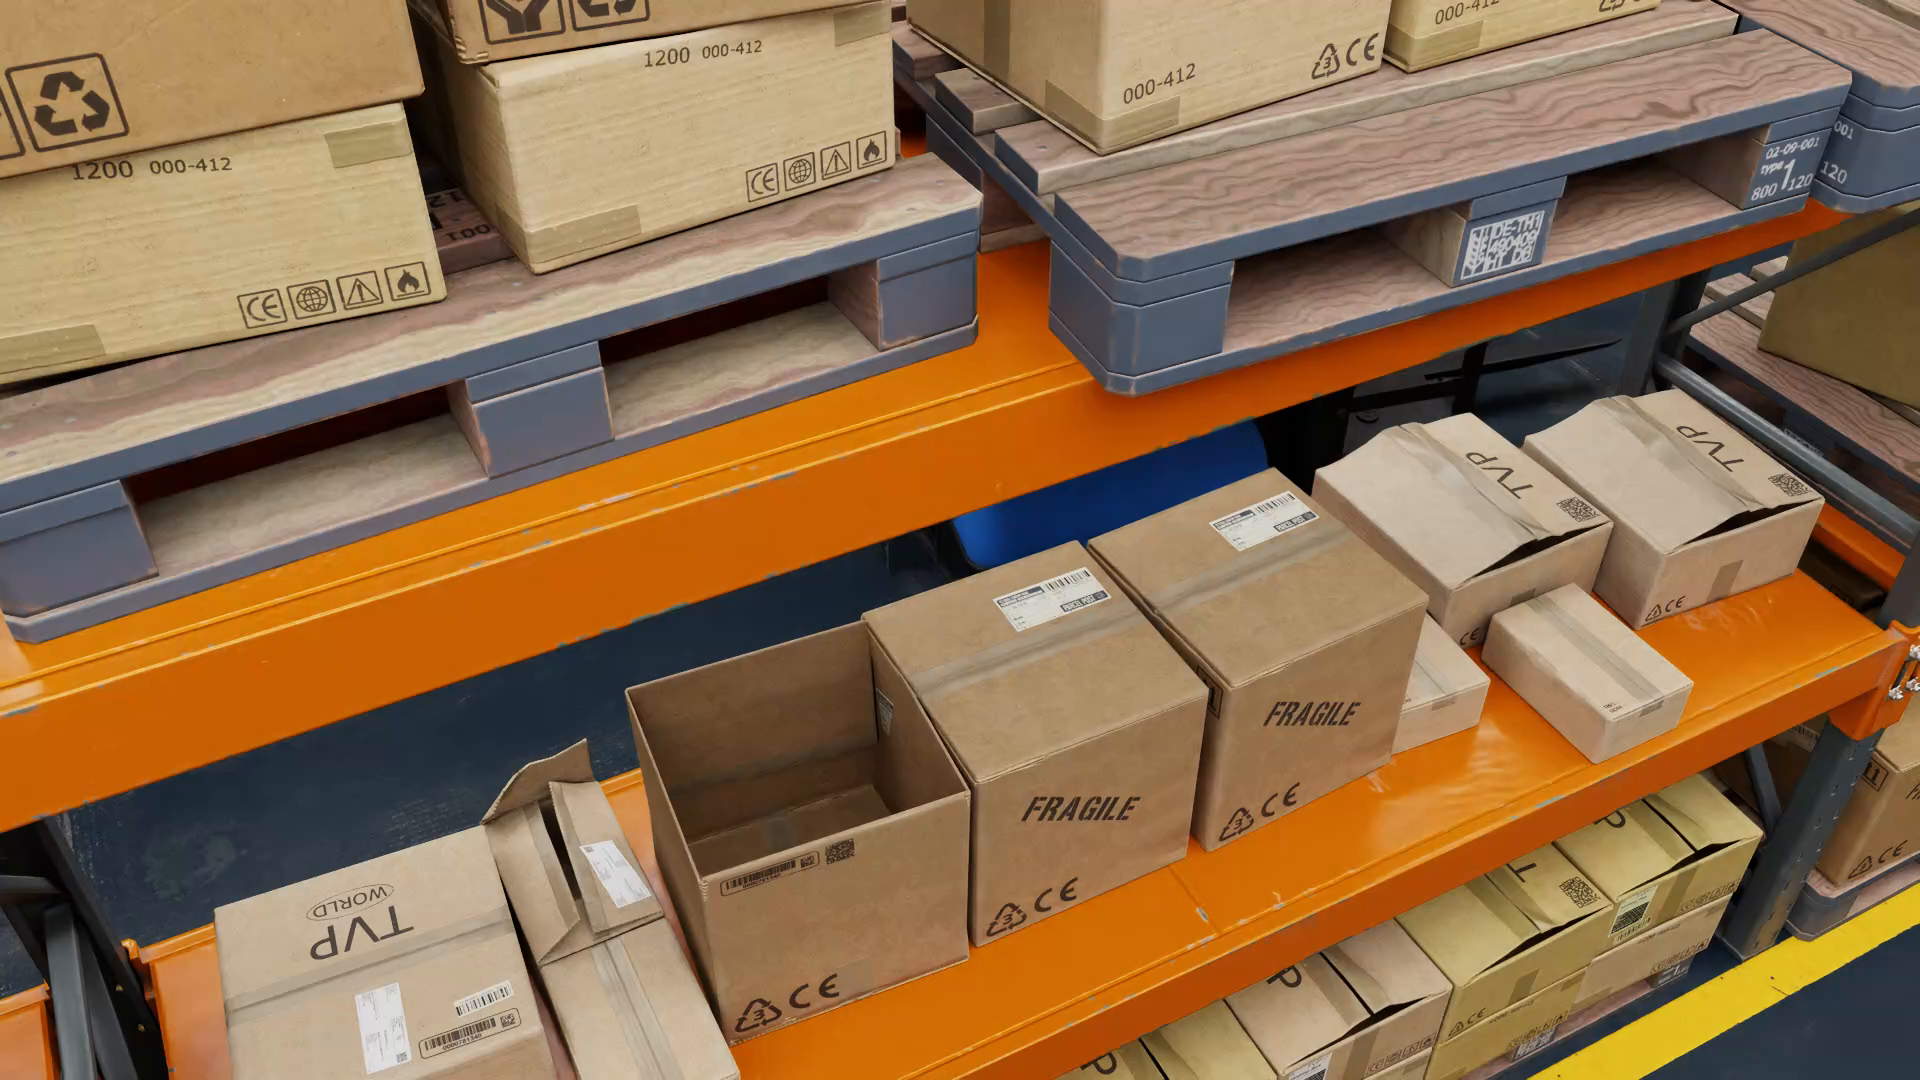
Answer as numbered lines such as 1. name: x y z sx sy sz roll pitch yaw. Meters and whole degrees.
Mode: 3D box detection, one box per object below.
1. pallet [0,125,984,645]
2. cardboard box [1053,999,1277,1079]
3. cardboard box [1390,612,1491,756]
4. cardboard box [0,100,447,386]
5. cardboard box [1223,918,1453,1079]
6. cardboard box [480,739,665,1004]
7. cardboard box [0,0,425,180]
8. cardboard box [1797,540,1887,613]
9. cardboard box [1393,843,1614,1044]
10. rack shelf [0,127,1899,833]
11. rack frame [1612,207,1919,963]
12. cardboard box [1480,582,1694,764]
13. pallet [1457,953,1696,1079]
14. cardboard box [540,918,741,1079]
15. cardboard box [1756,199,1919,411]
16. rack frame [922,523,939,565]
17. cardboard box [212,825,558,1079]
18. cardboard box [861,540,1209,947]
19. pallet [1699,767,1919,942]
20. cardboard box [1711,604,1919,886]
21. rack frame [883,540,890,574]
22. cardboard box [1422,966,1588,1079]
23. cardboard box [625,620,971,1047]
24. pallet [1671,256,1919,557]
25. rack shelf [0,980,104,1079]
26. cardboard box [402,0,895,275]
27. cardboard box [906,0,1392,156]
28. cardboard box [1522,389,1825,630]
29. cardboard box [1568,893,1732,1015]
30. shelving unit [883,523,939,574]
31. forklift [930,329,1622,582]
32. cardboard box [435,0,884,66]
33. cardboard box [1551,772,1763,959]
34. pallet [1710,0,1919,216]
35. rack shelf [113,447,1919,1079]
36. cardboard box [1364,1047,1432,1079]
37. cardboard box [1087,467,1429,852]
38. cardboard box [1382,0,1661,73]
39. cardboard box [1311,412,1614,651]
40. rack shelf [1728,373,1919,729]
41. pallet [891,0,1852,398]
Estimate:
1. pallet: -0.687 -0.376 2.199 1.217 0.209 0.805 -20 44 -22
2. cardboard box: 0.382 1.202 3.878 0.500 0.311 0.500 -17 43 -19
3. cardboard box: 0.980 0.282 3.790 0.250 0.149 0.380 -15 43 -18
4. cardboard box: -0.912 -0.460 1.941 0.500 0.250 0.500 -14 42 -16
5. cardboard box: 0.827 1.053 4.053 0.500 0.311 0.500 -19 44 -21
6. cardboard box: -0.768 0.650 3.264 0.258 0.266 0.396 -20 44 -22
7. cardboard box: -0.898 -0.729 1.678 0.500 0.500 0.500 -18 43 -20
8. cardboard box: 2.806 0.145 5.351 0.500 0.500 0.500 -17 43 -19
9. cardboard box: 1.276 0.904 4.229 0.500 0.311 0.500 -19 44 -21
10. rack shelf: 0.311 -0.500 2.755 4.000 0.370 1.077 -19 44 -21
11. rack frame: 2.085 -0.227 4.197 0.127 3.000 1.000 -19 44 -21
12. cardboard box: 1.415 0.296 3.774 0.250 0.149 0.380 -19 44 -21
13. pallet: 1.337 1.061 4.834 1.213 0.211 1.003 -19 44 -21
14. cardboard box: -0.583 0.915 3.041 0.250 0.149 0.380 -19 44 -21
15. cardboard box: 2.591 -0.678 4.327 0.700 0.500 0.500 31 49 31
16. rack frame: -0.114 -0.440 5.841 0.006 1.200 0.240 -10 41 -12
17. cardboard box: -1.046 0.852 3.038 0.500 0.250 0.500 -16 43 -18
18. cardboard box: 0.137 0.402 3.376 0.500 0.500 0.500 -19 44 -21
19. pallet: 2.764 0.636 5.335 1.213 0.211 1.003 -19 44 -21
20. cardboard box: 2.621 0.587 4.829 0.500 0.500 0.500 -17 43 -19
21. rack frame: -0.291 -0.408 5.803 0.006 1.200 0.240 -10 41 -12
22. cardboard box: 1.275 1.115 4.415 0.500 0.250 0.500 -19 44 -21
23. cardboard box: -0.307 0.551 3.199 0.500 0.500 0.500 -16 43 -18
24. pallet: 2.654 -0.396 4.545 1.003 0.211 1.213 -19 44 -21
25. rack shelf: -3.237 1.838 2.314 4.000 0.370 1.077 -19 44 -21
26. cardboard box: -0.426 -0.625 2.136 0.500 0.250 0.500 -23 45 -25
27. cardboard box: 0.261 -0.817 2.363 0.500 0.250 0.500 -22 45 -24
28. cardboard box: 1.742 -0.110 4.127 0.500 0.311 0.500 -16 43 -18
29. cardboard box: 1.731 0.959 4.599 0.500 0.250 0.500 -18 43 -20
30. shelving unit: -0.203 -0.424 5.822 0.189 1.200 0.258 -10 41 -12
31. forklift: 1.361 -1.346 5.572 3.031 2.935 1.130 -10 41 -12
32. cardboard box: -0.403 -0.912 1.895 0.500 0.500 0.500 -15 42 -17
33. cardboard box: 1.734 0.746 4.417 0.500 0.311 0.500 -17 43 -20
34. pallet: 1.524 -1.046 2.989 1.003 0.211 1.213 -17 43 -19
35. rack shelf: 0.311 0.644 3.724 4.000 0.370 1.077 -19 44 -21
36. cardboard box: 0.828 1.263 4.239 0.500 0.250 0.500 -18 43 -20
37. cardboard box: 0.604 0.245 3.562 0.500 0.500 0.500 -21 45 -23
38. cardboard box: 0.739 -0.976 2.551 0.500 0.250 0.500 -19 44 -21
39. cardboard box: 1.202 -0.037 4.041 0.500 0.311 0.500 -19 44 -21
40. rack shelf: 3.859 -0.549 5.134 4.000 0.370 1.077 -19 44 -21
41. pallet: 0.534 -0.711 2.592 1.213 0.211 1.003 -17 43 -19
